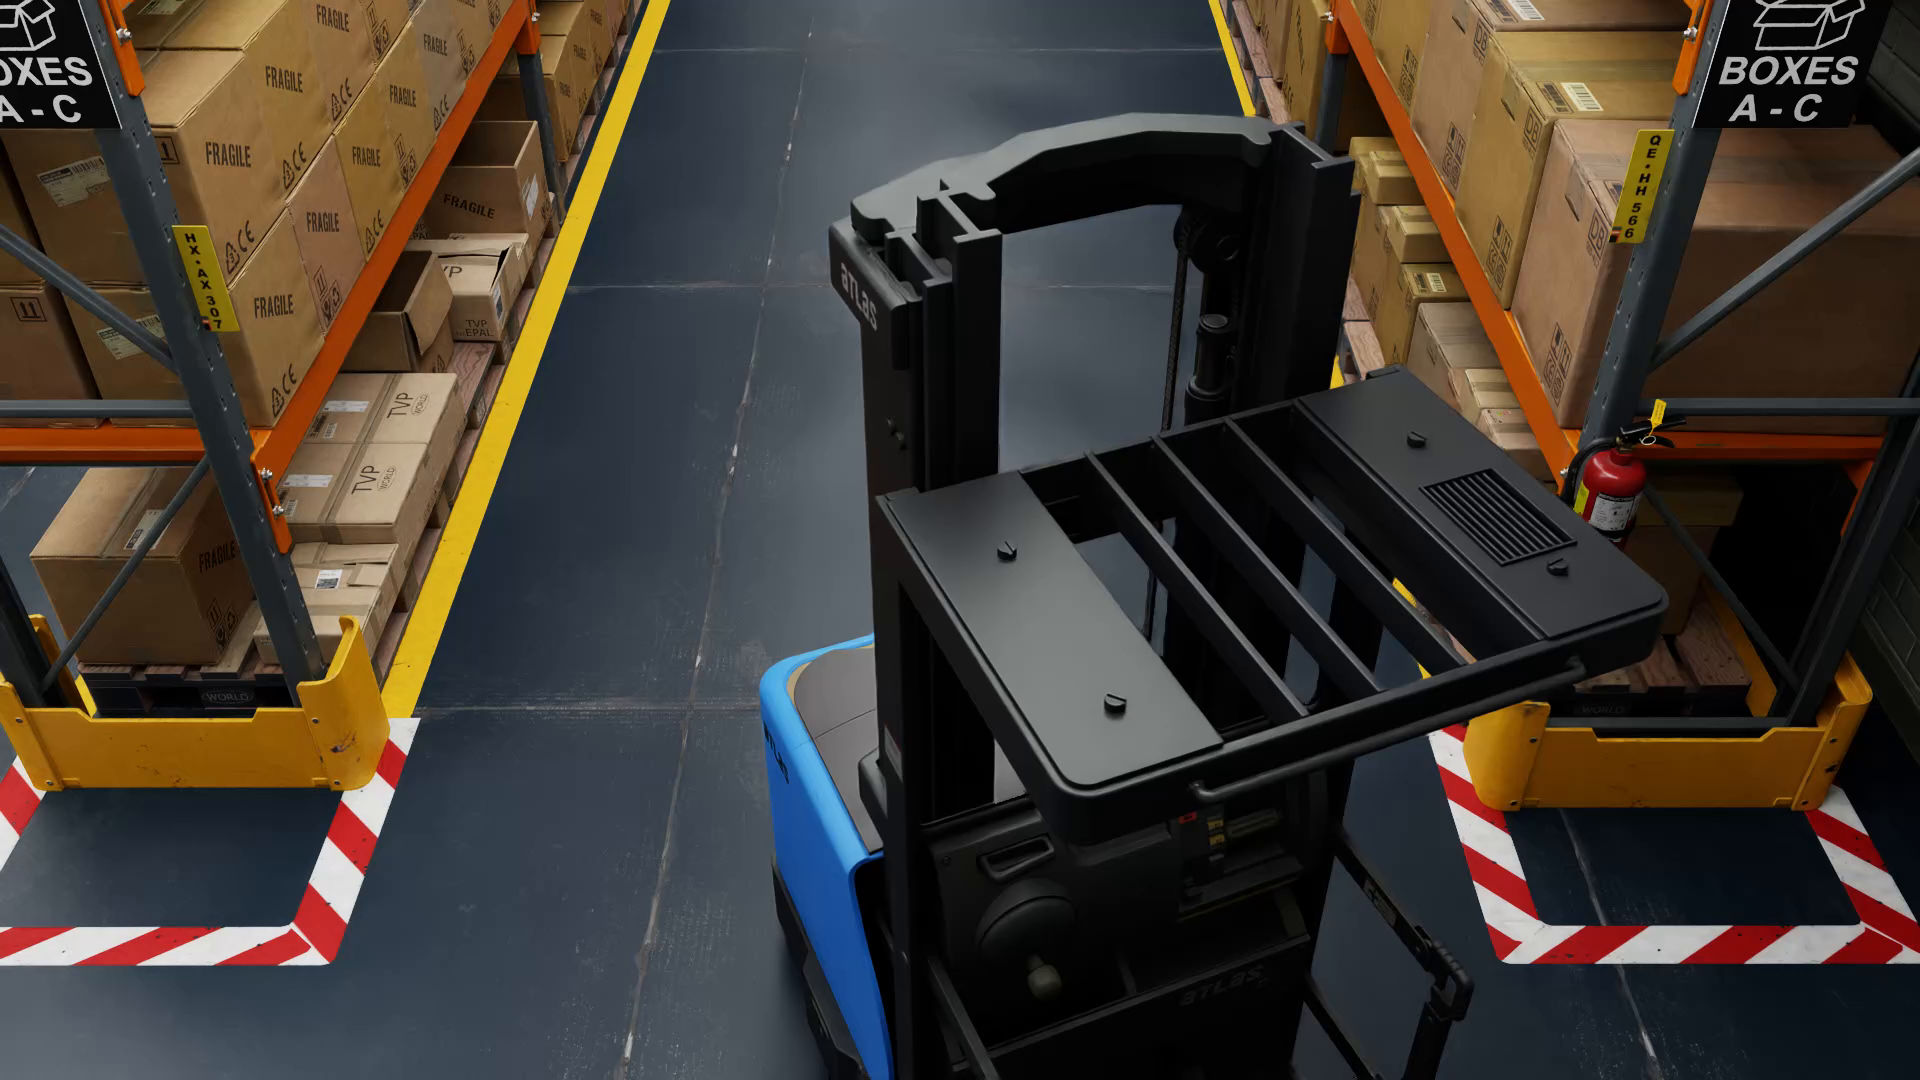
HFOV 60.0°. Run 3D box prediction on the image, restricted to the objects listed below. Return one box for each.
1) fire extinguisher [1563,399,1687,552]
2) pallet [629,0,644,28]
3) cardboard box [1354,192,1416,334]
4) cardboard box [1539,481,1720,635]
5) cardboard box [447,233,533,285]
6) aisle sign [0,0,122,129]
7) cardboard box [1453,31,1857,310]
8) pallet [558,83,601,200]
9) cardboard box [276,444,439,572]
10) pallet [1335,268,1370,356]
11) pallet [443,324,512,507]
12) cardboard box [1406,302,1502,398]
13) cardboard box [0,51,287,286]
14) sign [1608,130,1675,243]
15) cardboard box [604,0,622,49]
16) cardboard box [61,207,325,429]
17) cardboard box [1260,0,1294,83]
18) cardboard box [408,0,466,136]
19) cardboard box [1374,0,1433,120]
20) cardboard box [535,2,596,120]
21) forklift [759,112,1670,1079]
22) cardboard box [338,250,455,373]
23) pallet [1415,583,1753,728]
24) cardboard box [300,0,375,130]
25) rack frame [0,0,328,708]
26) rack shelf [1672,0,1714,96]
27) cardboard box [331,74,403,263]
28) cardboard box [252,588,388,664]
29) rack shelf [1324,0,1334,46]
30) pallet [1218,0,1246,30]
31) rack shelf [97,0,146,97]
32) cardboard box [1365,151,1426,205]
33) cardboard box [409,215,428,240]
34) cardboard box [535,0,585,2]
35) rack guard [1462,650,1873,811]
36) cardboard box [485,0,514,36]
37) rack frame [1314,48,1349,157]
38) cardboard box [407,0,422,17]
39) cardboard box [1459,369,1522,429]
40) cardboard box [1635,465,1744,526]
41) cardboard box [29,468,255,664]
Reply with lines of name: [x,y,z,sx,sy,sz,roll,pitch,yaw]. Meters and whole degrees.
fire extinguisher: [1.885,-0.109,4.848,0.296,0.674,0.183,0,39,0]
pallet: [-2.653,-3.821,11.350,1.003,0.211,1.213,0,39,0]
cardboard box: [2.238,-1.287,7.621,0.700,0.500,0.500,0,39,-1]
cardboard box: [2.246,-0.006,6.021,0.700,0.500,0.500,0,39,0]
cardboard box: [-2.267,-1.344,7.956,0.380,0.149,0.250,0,39,0]
aisle sign: [-2.313,-1.346,3.952,0.394,0.787,0.004,0,39,0]
cardboard box: [2.324,-1.270,5.697,0.980,0.700,0.700,0,39,0]
pallet: [-2.650,-2.295,9.446,1.003,0.211,1.213,0,39,0]
cardboard box: [-2.324,-0.125,6.354,0.500,0.250,0.500,0,39,0]
pallet: [2.265,-1.317,8.225,1.003,0.211,1.213,0,39,0]
pallet: [-2.607,-0.592,7.321,1.003,0.211,1.213,0,39,0]
cardboard box: [2.244,-0.633,6.804,0.700,0.500,0.500,-1,39,-2]
cardboard box: [-2.344,-1.080,4.820,0.500,0.500,0.500,1,39,1]
sign: [1.804,-0.932,4.399,0.100,0.325,0.005,0,39,0]
cardboard box: [-2.373,-3.336,10.161,0.500,0.500,0.500,-1,39,-2]
cardboard box: [-2.344,-0.690,5.133,0.500,0.500,0.500,1,39,1]
cardboard box: [2.207,-3.168,9.688,0.750,0.750,0.750,1,39,1]
cardboard box: [-2.350,-1.958,6.715,0.500,0.500,0.500,1,39,1]
cardboard box: [2.322,-2.202,6.859,0.980,0.700,0.700,-1,39,-1]
cardboard box: [-2.380,-2.707,9.377,0.500,0.500,0.500,0,39,1]
forklift: [0.471,0.769,3.446,1.130,2.935,3.031,-15,41,-18]
cardboard box: [-2.604,-0.898,7.116,0.797,0.503,0.637,0,39,0]
pallet: [2.268,0.209,6.321,1.003,0.211,1.213,0,39,0]
cardboard box: [-2.348,-1.720,5.618,0.500,0.500,0.500,0,39,1]
rack frame: [-2.607,-0.374,4.817,1.000,3.000,0.127,0,39,0]
rack shelf: [2.344,-2.520,5.672,1.077,0.370,4.000,0,39,0]
cardboard box: [-2.347,-1.327,5.927,0.500,0.500,0.500,0,39,0]
cardboard box: [-2.264,0.305,5.898,0.380,0.149,0.250,0,39,0]
rack shelf: [2.340,-3.851,9.732,1.077,0.370,4.000,0,39,0]
pallet: [2.263,-3.801,11.324,1.003,0.211,1.213,0,39,0]
rack shelf: [-2.609,-2.514,5.665,1.077,0.370,4.000,0,39,0]
cardboard box: [2.058,-1.640,7.543,0.380,0.149,0.250,1,39,1]
cardboard box: [-2.827,-1.735,8.314,0.500,0.311,0.500,0,39,0]
cardboard box: [-2.370,-3.292,9.506,0.500,0.250,0.500,0,39,0]
rack guard: [2.347,0.611,5.588,1.175,0.500,0.348,0,39,0]
cardboard box: [-2.354,-2.602,7.518,0.500,0.500,0.500,1,39,1]
rack frame: [2.342,-2.881,7.946,1.000,3.000,0.127,0,39,0]
cardboard box: [-2.348,-2.353,6.408,0.500,0.500,0.500,0,39,0]
cardboard box: [2.063,-0.499,6.118,0.380,0.149,0.250,1,39,1]
cardboard box: [2.446,-0.181,5.721,0.380,0.149,0.250,0,39,0]
cardboard box: [-2.854,0.090,5.886,0.500,0.500,0.500,0,39,0]
